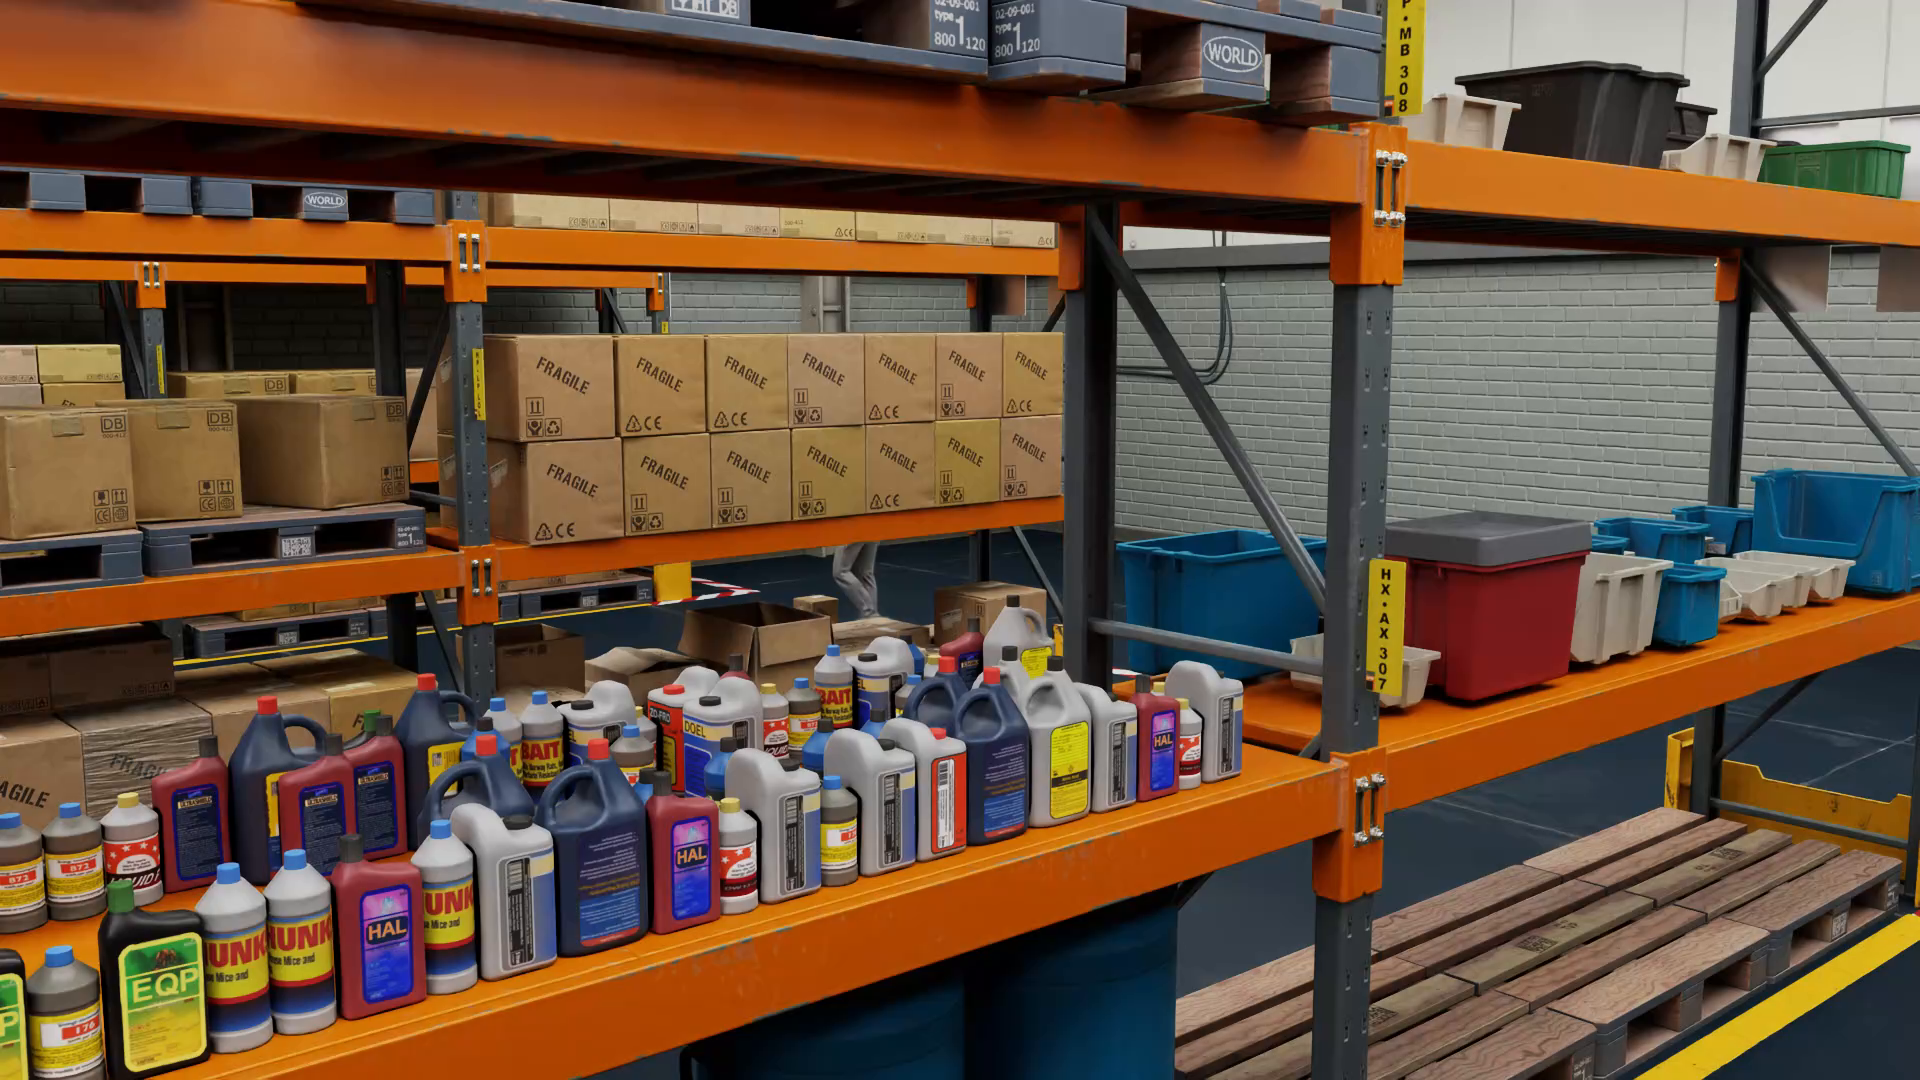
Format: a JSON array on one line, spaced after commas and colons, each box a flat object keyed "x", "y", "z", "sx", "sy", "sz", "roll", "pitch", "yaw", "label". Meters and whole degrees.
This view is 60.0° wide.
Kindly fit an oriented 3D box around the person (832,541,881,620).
[{"x": -0.726, "y": -0.090, "z": 12.393, "sx": 0.400, "sy": 1.692, "sz": 0.517, "roll": 3, "pitch": 8, "yaw": 25, "label": "person"}]
